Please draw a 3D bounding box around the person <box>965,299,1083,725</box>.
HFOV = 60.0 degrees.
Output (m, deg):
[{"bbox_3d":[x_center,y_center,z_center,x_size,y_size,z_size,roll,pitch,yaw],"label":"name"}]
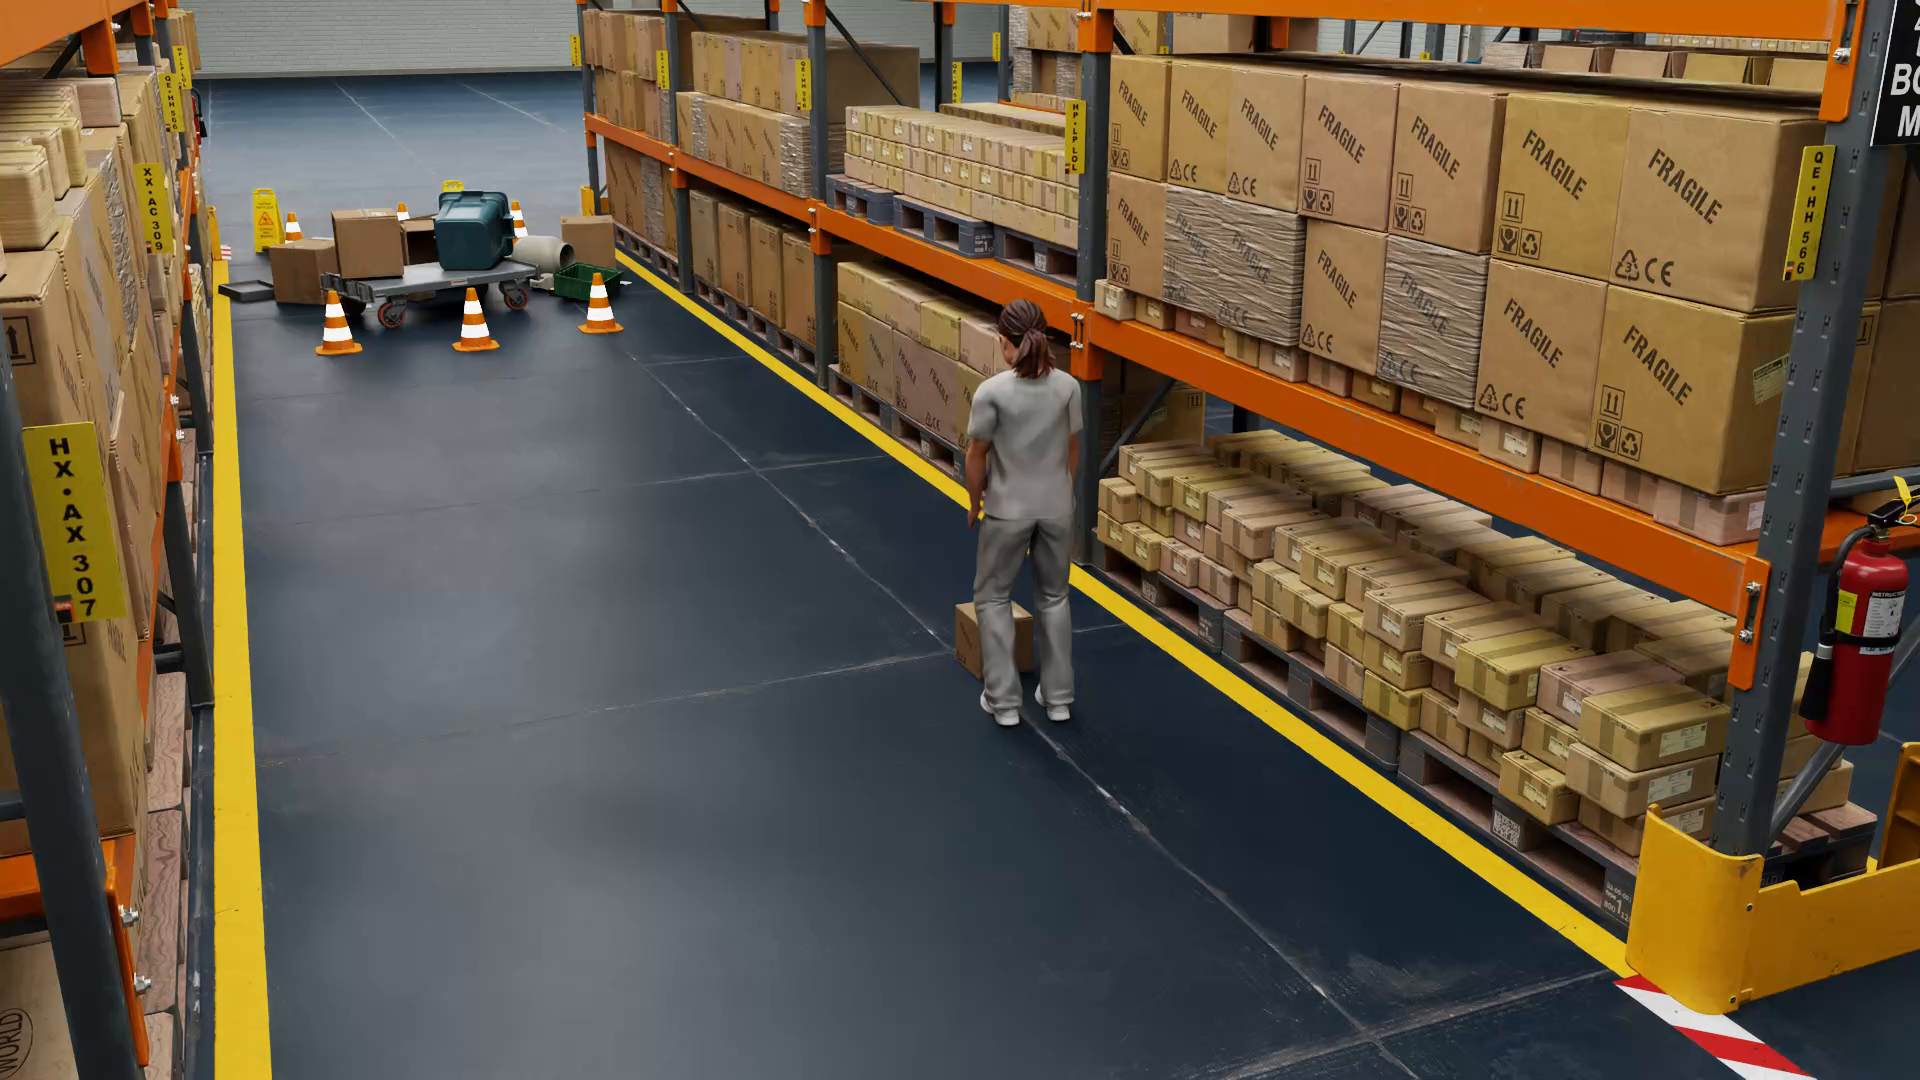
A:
[{"bbox_3d":[0.242,-0.091,6.372,0.451,1.657,0.344,-4,19,-12],"label":"person"}]
